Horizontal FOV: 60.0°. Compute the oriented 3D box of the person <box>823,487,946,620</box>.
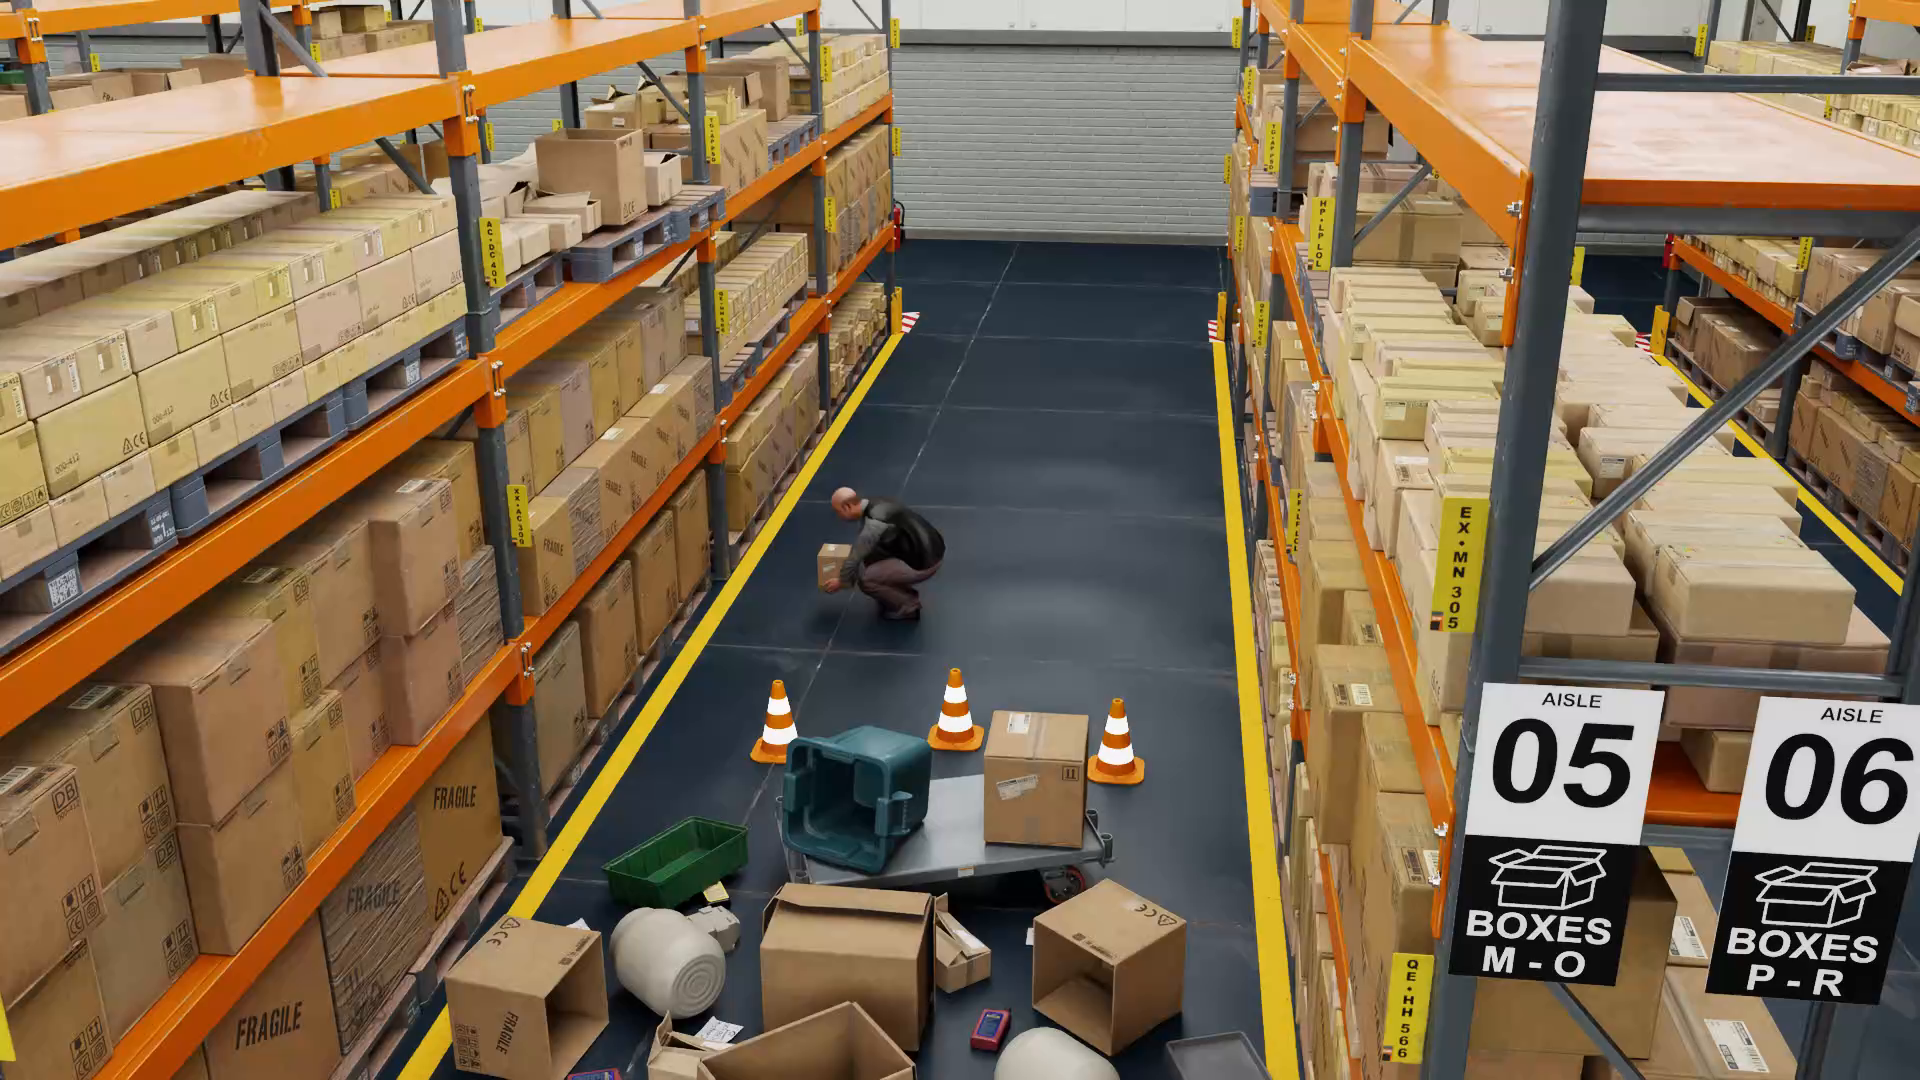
[{"bbox_3d":[-0.548,0.078,12.001,0.872,0.952,0.530,3,21,6],"label":"person"}]
